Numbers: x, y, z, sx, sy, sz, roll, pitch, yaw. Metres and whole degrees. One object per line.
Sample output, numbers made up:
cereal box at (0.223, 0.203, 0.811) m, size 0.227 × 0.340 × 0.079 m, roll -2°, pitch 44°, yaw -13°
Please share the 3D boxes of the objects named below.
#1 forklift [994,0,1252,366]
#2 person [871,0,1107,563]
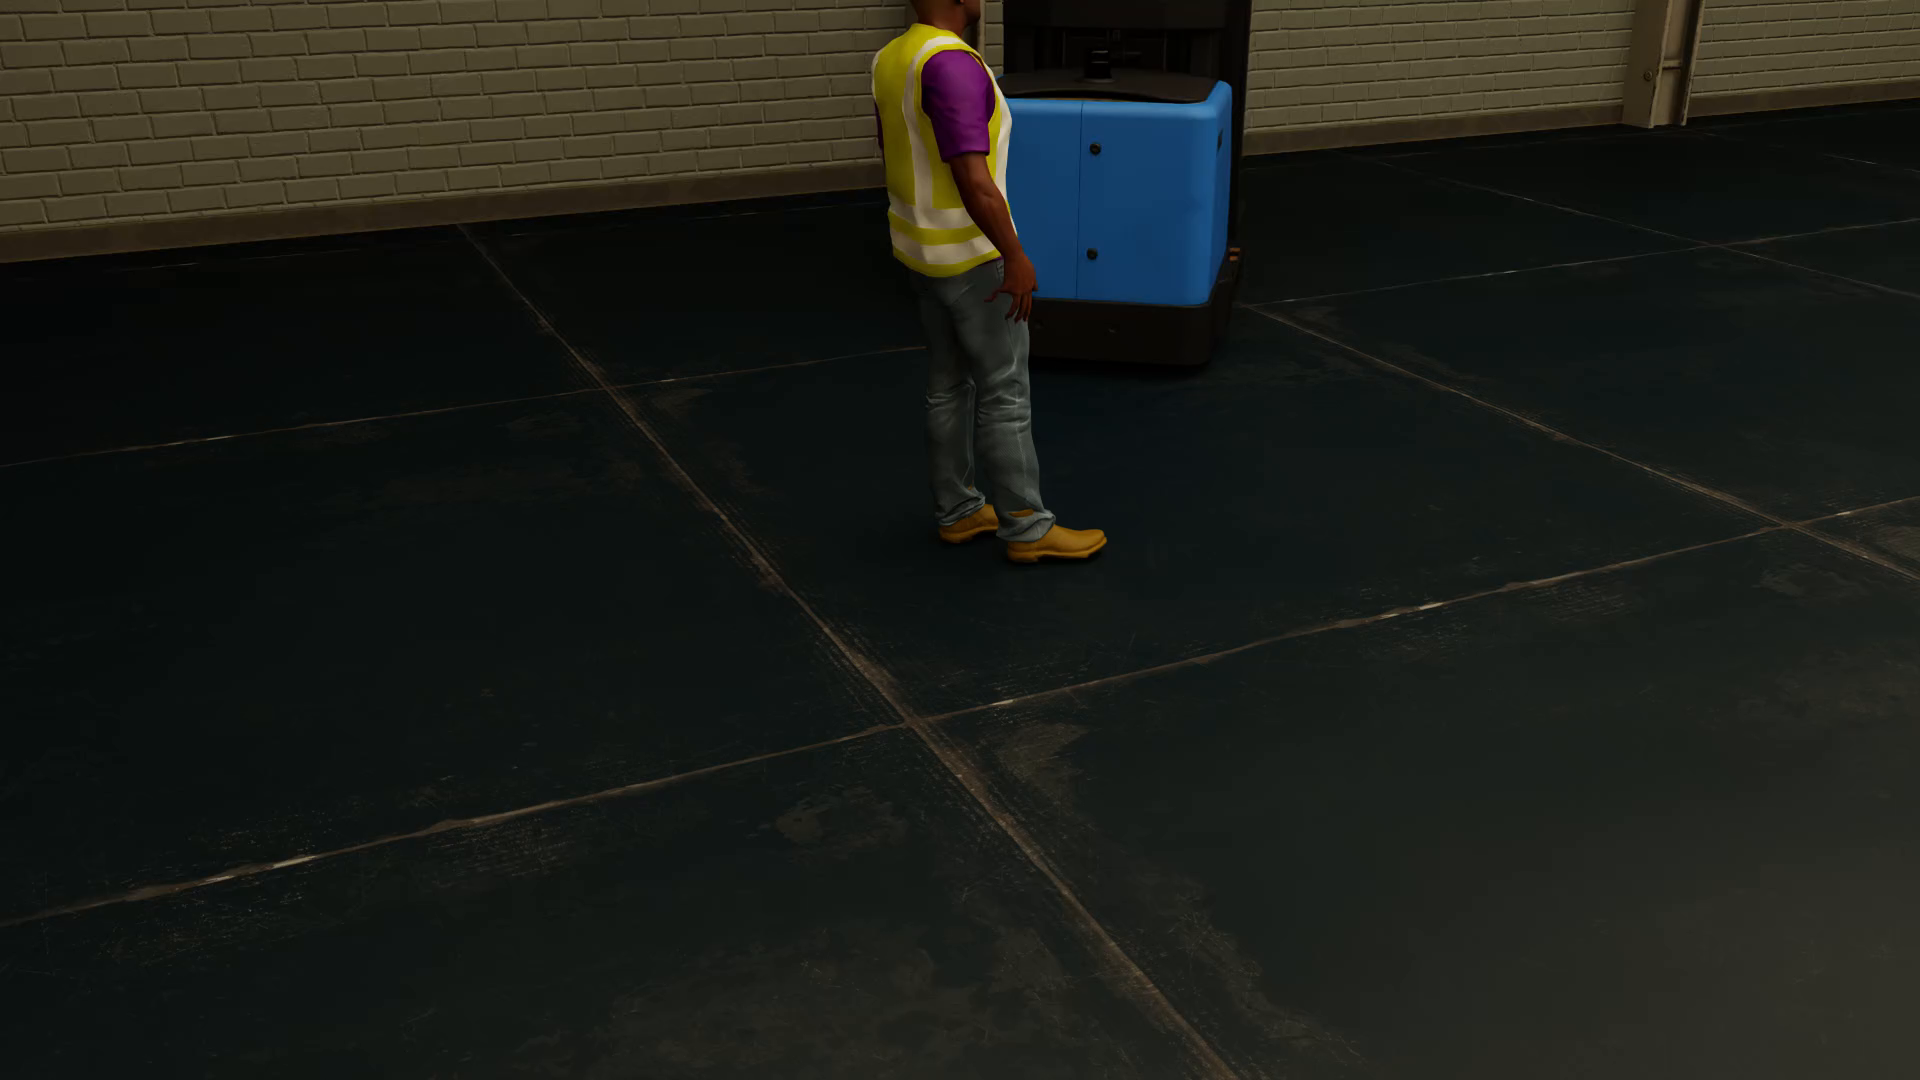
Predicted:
forklift at (0.789, -2.578, 7.492) m, size 1.130 × 2.935 × 3.031 m, roll 5°, pitch 23°, yaw 12°
person at (0.066, -0.832, 4.789) m, size 0.575 × 1.768 × 0.666 m, roll -10°, pitch 25°, yaw -23°
